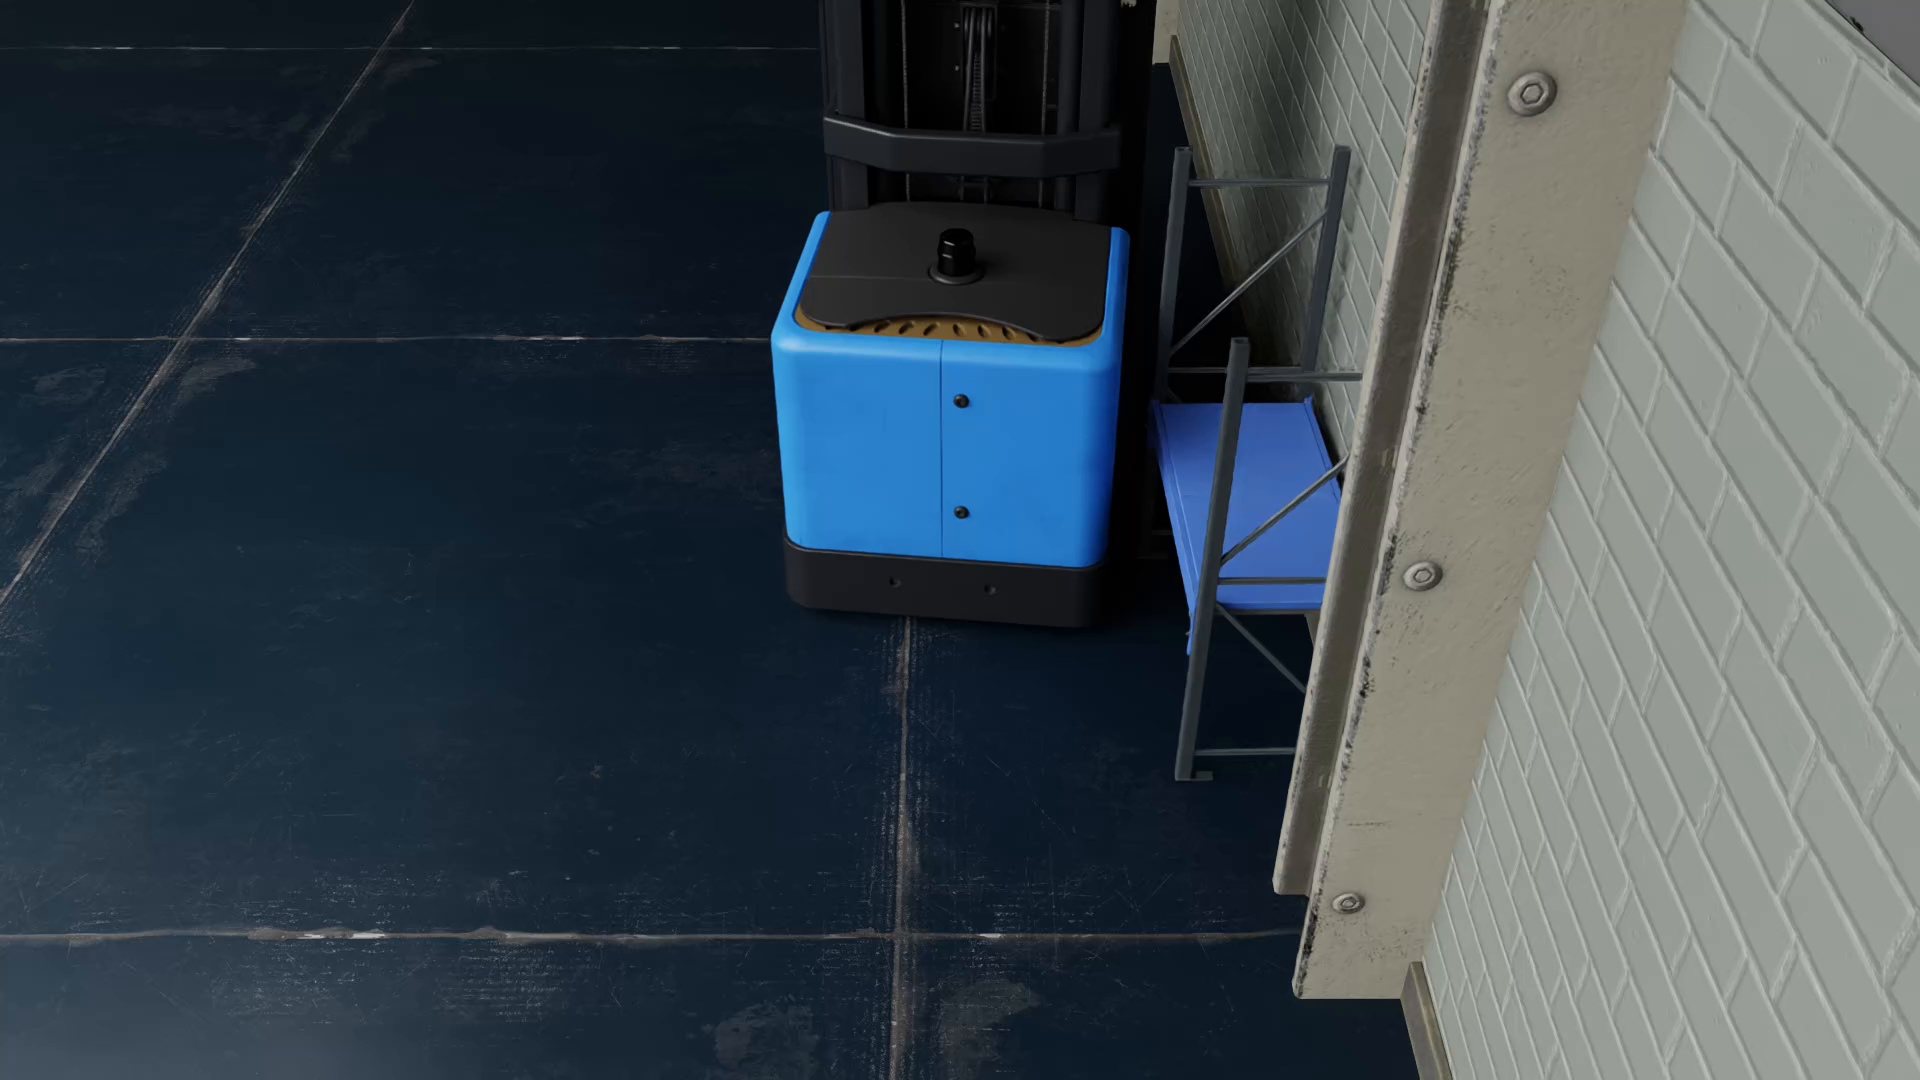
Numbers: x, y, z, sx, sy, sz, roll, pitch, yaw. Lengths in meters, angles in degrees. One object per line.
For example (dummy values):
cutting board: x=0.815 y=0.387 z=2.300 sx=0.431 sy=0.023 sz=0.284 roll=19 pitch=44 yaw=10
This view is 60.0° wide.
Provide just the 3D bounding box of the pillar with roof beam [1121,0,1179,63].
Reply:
pillar with roof beam: x=-3.296 y=-6.206 z=6.298 sx=9.100 sy=9.000 sz=0.400 roll=0 pitch=39 yaw=0

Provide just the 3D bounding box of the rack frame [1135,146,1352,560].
rack frame: x=0.856 y=-0.529 z=5.199 sx=0.500 sy=1.500 sz=0.032 roll=-1 pitch=39 yaw=-2

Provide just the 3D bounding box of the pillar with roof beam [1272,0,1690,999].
pillar with roof beam: x=-3.289 y=-2.454 z=1.616 sx=9.100 sy=9.000 sz=0.400 roll=0 pitch=39 yaw=0

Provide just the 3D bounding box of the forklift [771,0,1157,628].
forklift: x=0.115 y=-1.778 z=5.625 sx=1.130 sy=2.935 sz=3.031 roll=4 pitch=39 yaw=5

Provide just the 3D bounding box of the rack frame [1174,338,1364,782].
rack frame: x=0.887 y=0.110 z=4.410 sx=0.500 sy=1.500 sz=0.032 roll=-1 pitch=39 yaw=-2

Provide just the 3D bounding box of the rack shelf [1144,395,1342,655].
rack shelf: x=0.870 y=-0.070 z=4.918 sx=0.538 sy=0.185 sz=1.000 roll=-1 pitch=39 yaw=-2

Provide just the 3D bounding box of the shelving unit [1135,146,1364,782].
shelving unit: x=0.871 y=-0.209 z=4.805 sx=0.538 sy=1.500 sz=1.048 roll=-1 pitch=39 yaw=-2
